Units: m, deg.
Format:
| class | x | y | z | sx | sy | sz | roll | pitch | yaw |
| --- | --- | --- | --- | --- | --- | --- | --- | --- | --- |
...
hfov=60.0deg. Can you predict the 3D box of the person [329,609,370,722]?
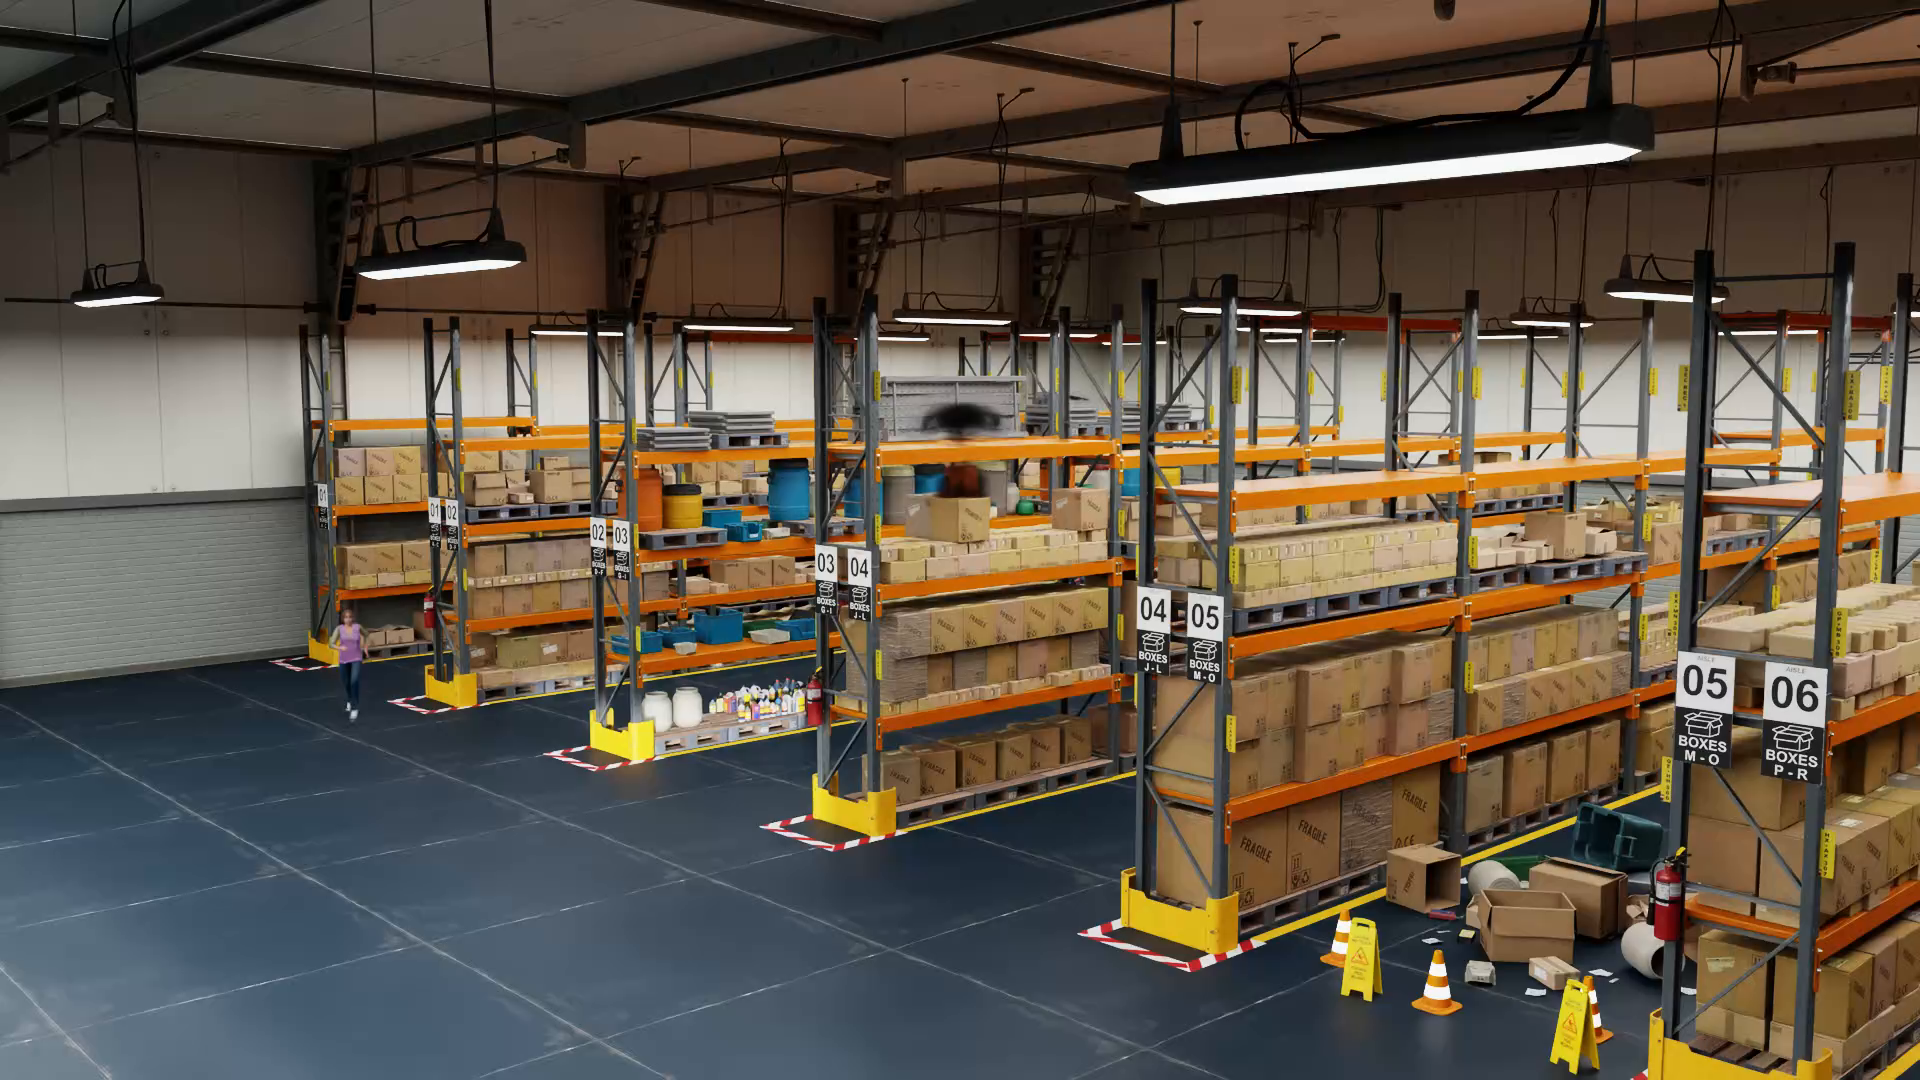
| class | x | y | z | sx | sy | sz | roll | pitch | yaw |
| --- | --- | --- | --- | --- | --- | --- | --- | --- | --- |
| person | -9.133 | 1.843 | 24.886 | 0.536 | 1.633 | 0.772 | -1 | 6 | -12 |
